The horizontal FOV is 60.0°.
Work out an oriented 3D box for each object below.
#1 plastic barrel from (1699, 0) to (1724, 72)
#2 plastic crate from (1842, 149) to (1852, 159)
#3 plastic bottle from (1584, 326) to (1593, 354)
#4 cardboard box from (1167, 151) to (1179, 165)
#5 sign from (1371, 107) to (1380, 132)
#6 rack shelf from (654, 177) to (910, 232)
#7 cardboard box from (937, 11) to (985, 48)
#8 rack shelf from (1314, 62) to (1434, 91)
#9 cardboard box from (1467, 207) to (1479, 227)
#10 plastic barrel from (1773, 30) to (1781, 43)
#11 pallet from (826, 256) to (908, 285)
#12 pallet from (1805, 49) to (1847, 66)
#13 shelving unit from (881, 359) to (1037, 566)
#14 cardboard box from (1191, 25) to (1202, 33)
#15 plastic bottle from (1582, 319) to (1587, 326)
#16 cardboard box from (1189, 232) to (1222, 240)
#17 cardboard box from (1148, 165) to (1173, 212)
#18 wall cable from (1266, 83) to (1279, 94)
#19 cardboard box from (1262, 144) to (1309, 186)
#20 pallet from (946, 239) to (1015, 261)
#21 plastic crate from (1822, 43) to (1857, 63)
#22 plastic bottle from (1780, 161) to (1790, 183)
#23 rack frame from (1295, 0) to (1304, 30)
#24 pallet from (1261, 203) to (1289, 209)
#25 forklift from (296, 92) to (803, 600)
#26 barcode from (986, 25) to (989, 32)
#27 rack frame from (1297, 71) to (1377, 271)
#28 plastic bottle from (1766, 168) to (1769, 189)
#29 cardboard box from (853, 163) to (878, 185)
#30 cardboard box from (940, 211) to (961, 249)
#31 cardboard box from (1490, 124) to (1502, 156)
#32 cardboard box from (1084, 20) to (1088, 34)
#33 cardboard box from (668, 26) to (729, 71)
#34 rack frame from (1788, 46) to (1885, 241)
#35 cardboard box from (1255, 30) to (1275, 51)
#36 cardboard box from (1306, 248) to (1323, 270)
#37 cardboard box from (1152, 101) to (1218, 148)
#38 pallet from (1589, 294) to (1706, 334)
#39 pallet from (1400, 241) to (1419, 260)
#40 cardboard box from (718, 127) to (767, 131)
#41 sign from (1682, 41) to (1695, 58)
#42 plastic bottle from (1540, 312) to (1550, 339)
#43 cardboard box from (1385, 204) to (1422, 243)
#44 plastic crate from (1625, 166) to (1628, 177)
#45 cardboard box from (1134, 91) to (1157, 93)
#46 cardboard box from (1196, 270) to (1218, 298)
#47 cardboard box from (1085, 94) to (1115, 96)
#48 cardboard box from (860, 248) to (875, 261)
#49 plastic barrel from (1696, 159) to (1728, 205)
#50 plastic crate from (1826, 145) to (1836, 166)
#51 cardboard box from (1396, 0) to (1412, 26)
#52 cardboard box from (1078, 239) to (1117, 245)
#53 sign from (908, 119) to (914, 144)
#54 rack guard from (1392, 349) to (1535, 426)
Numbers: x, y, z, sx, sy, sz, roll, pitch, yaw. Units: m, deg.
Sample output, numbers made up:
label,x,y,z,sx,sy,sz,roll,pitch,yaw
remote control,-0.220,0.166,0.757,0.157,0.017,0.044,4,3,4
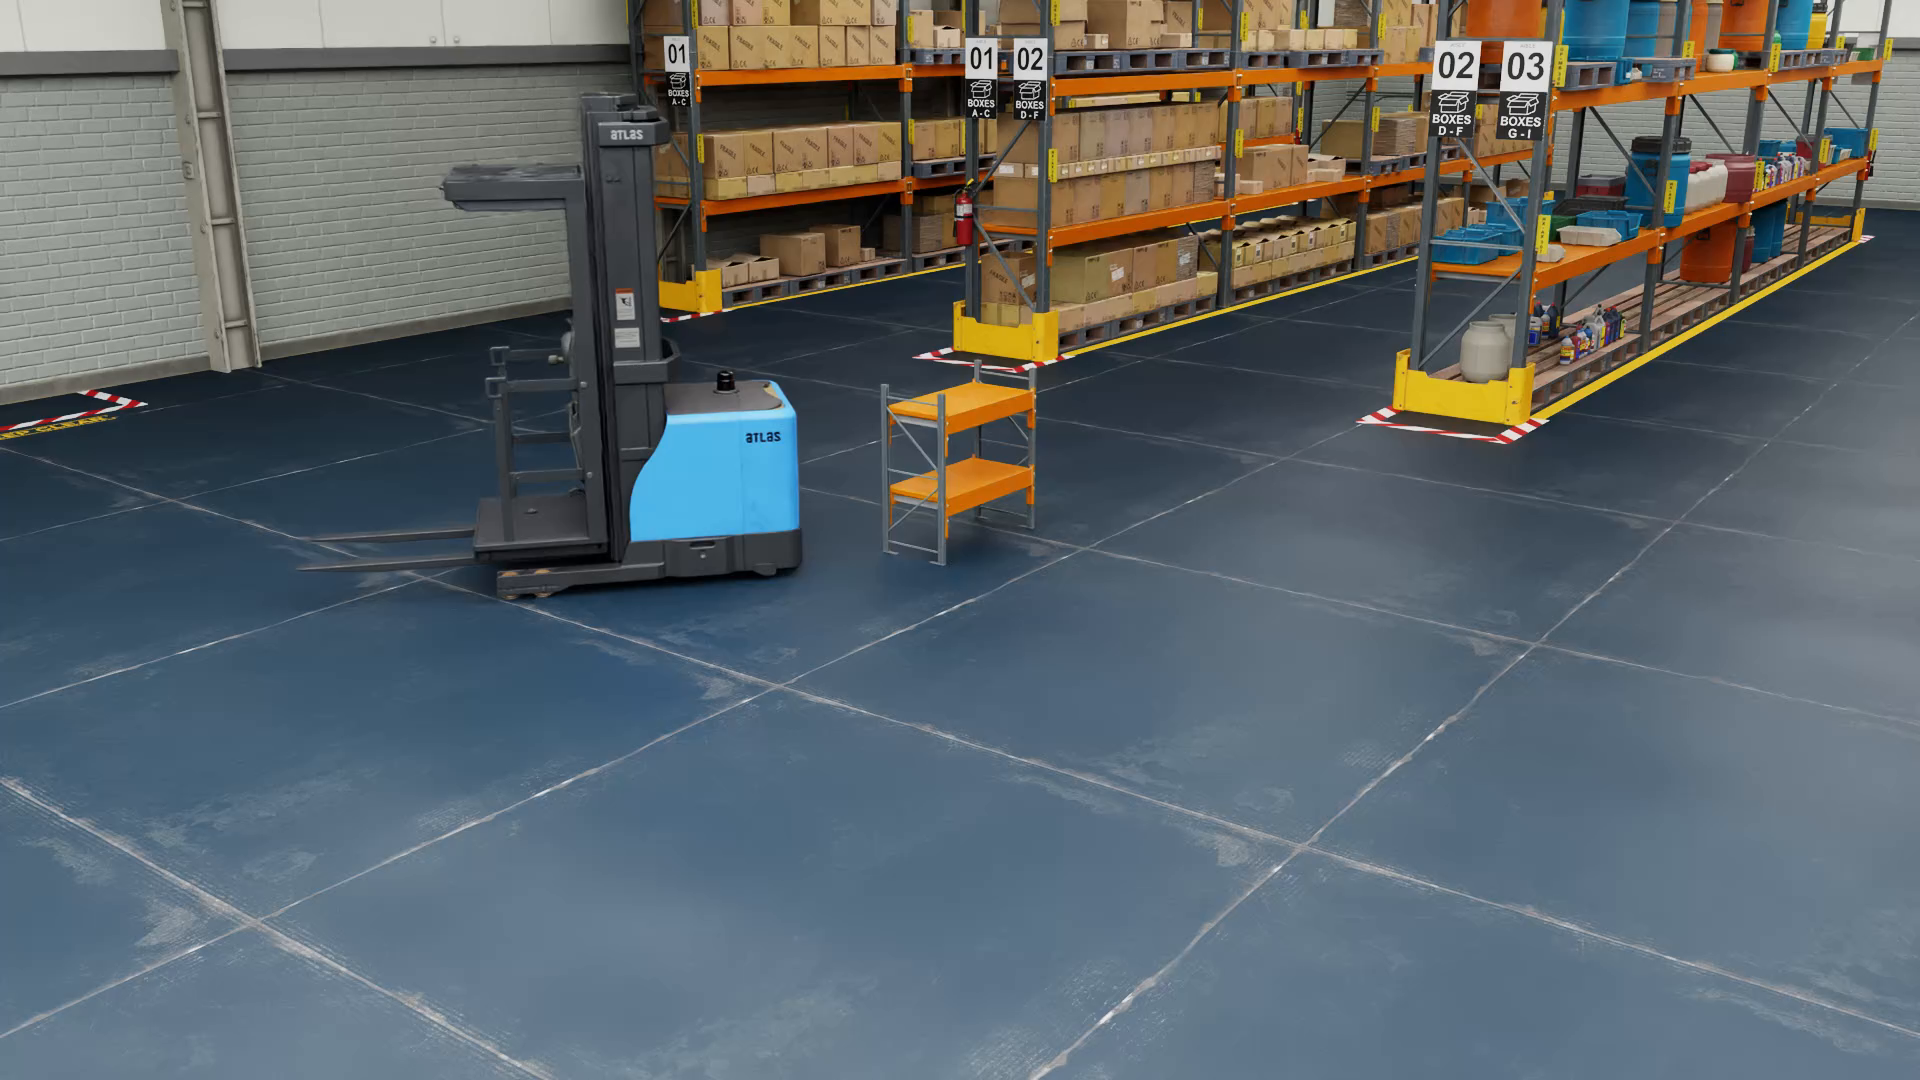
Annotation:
label,x,y,z,sx,sy,sz,roll,pitch,yaw
plastic barrel,8.570,-5.957,19.465,0.600,0.901,0.600,0,17,0
plastic crate,13.660,-6.024,25.928,0.396,0.136,0.243,12,21,35
plastic bottle,6.182,-1.974,16.402,0.097,0.271,0.097,0,17,0
cardboard box,2.277,-4.379,19.023,0.380,0.149,0.250,12,21,34
sign,5.706,-5.774,22.827,0.100,0.325,0.005,12,21,35
rack shelf,-2.298,-4.420,21.633,1.077,0.370,4.000,12,21,35
cardboard box,0.019,-7.331,23.858,0.500,0.500,0.500,12,21,33
rack shelf,6.450,-6.884,24.508,1.077,0.370,4.000,12,21,35
cardboard box,8.065,-5.259,26.912,0.500,0.311,0.500,12,21,35
plastic barrel,10.050,-6.213,20.688,0.294,0.245,0.294,0,17,0
pallet,-1.478,-3.742,22.938,1.003,0.211,1.213,12,21,35
pallet,11.228,-6.533,22.485,1.213,0.211,1.003,12,21,35
shelving unit,0.004,-0.539,11.082,0.538,1.125,1.048,12,21,35
cardboard box,4.284,-8.873,29.076,0.500,0.250,0.500,12,21,35
plastic bottle,6.294,-2.087,16.746,0.061,0.283,0.133,12,21,35
cardboard box,3.191,-3.793,21.383,0.500,0.311,0.500,13,22,36
cardboard box,2.004,-4.061,19.095,0.700,0.500,0.500,13,21,35
wall cable,6.047,-9.056,33.633,0.084,1.984,1.851,12,21,35
cardboard box,4.271,-4.964,22.001,0.500,0.500,0.500,11,20,32
pallet,0.083,-4.386,25.011,1.003,0.211,1.213,12,21,35
plastic crate,12.577,-7.012,23.930,0.497,0.269,0.590,12,21,35
plastic bottle,11.044,-4.945,22.320,0.152,0.276,0.135,12,21,35
rack frame,6.044,-10.963,31.374,1.000,3.000,0.127,12,21,35
pallet,5.630,-6.562,32.020,1.003,0.211,1.213,12,21,35
forklift,-2.569,-1.211,10.201,3.031,2.935,1.130,-4,18,-13
barcode,0.284,-5.280,17.151,0.001,0.075,0.075,12,21,35
rack frame,5.258,-5.318,23.312,1.000,3.000,0.127,12,21,35
plastic bottle,10.335,-4.646,21.365,0.097,0.271,0.097,0,17,0
cardboard box,-1.448,-4.894,22.166,0.500,0.250,0.500,13,21,35
cardboard box,-0.413,-4.567,24.364,0.700,0.500,0.500,12,21,34
cardboard box,8.466,-6.515,26.995,0.500,0.500,0.500,13,21,36
cardboard box,1.297,-5.524,18.121,0.500,0.311,0.500,16,23,41
cardboard box,-3.089,-5.813,19.644,0.500,0.500,0.500,13,22,36
rack frame,14.000,-6.348,26.626,1.000,3.000,0.127,12,21,35
cardboard box,3.574,-6.203,20.649,0.500,0.250,0.500,10,20,29
cardboard box,4.534,-3.795,22.334,0.500,0.250,0.500,13,21,36
cardboard box,2.615,-4.926,19.693,0.700,0.500,0.500,13,21,35
pallet,8.014,-2.643,19.400,1.003,0.211,1.213,12,21,35
pallet,6.461,-4.447,25.208,1.003,0.211,1.213,12,21,35
cardboard box,-2.767,-4.975,21.162,0.500,0.500,0.500,12,21,33
sign,7.286,-4.826,16.655,0.100,0.325,0.005,12,21,35
plastic bottle,6.047,-2.222,17.199,0.097,0.271,0.097,0,17,0
cardboard box,6.676,-4.762,24.994,0.500,0.500,0.500,12,21,33
plastic crate,8.025,-4.142,19.416,0.402,0.464,0.583,12,21,35
cardboard box,3.177,-7.640,28.818,0.500,0.250,0.500,13,22,36
cardboard box,2.774,-3.104,20.110,0.500,0.250,0.500,12,21,35
cardboard box,2.262,-7.270,27.628,0.500,0.250,0.500,12,21,33
cardboard box,-1.401,-3.964,22.988,0.380,0.166,0.250,9,20,28
plastic barrel,8.792,-4.213,19.563,0.421,0.512,0.421,0,17,0
plastic crate,12.675,-5.698,24.633,0.437,0.282,0.530,12,21,35
cardboard box,6.131,-7.622,23.817,0.500,0.500,0.500,12,21,35
cardboard box,1.455,-3.198,19.149,0.500,0.500,0.500,12,21,35
sign,-0.666,-5.559,22.629,0.100,0.325,0.005,12,21,35
rack guard,4.475,-1.369,14.811,1.175,0.500,0.348,12,21,35
